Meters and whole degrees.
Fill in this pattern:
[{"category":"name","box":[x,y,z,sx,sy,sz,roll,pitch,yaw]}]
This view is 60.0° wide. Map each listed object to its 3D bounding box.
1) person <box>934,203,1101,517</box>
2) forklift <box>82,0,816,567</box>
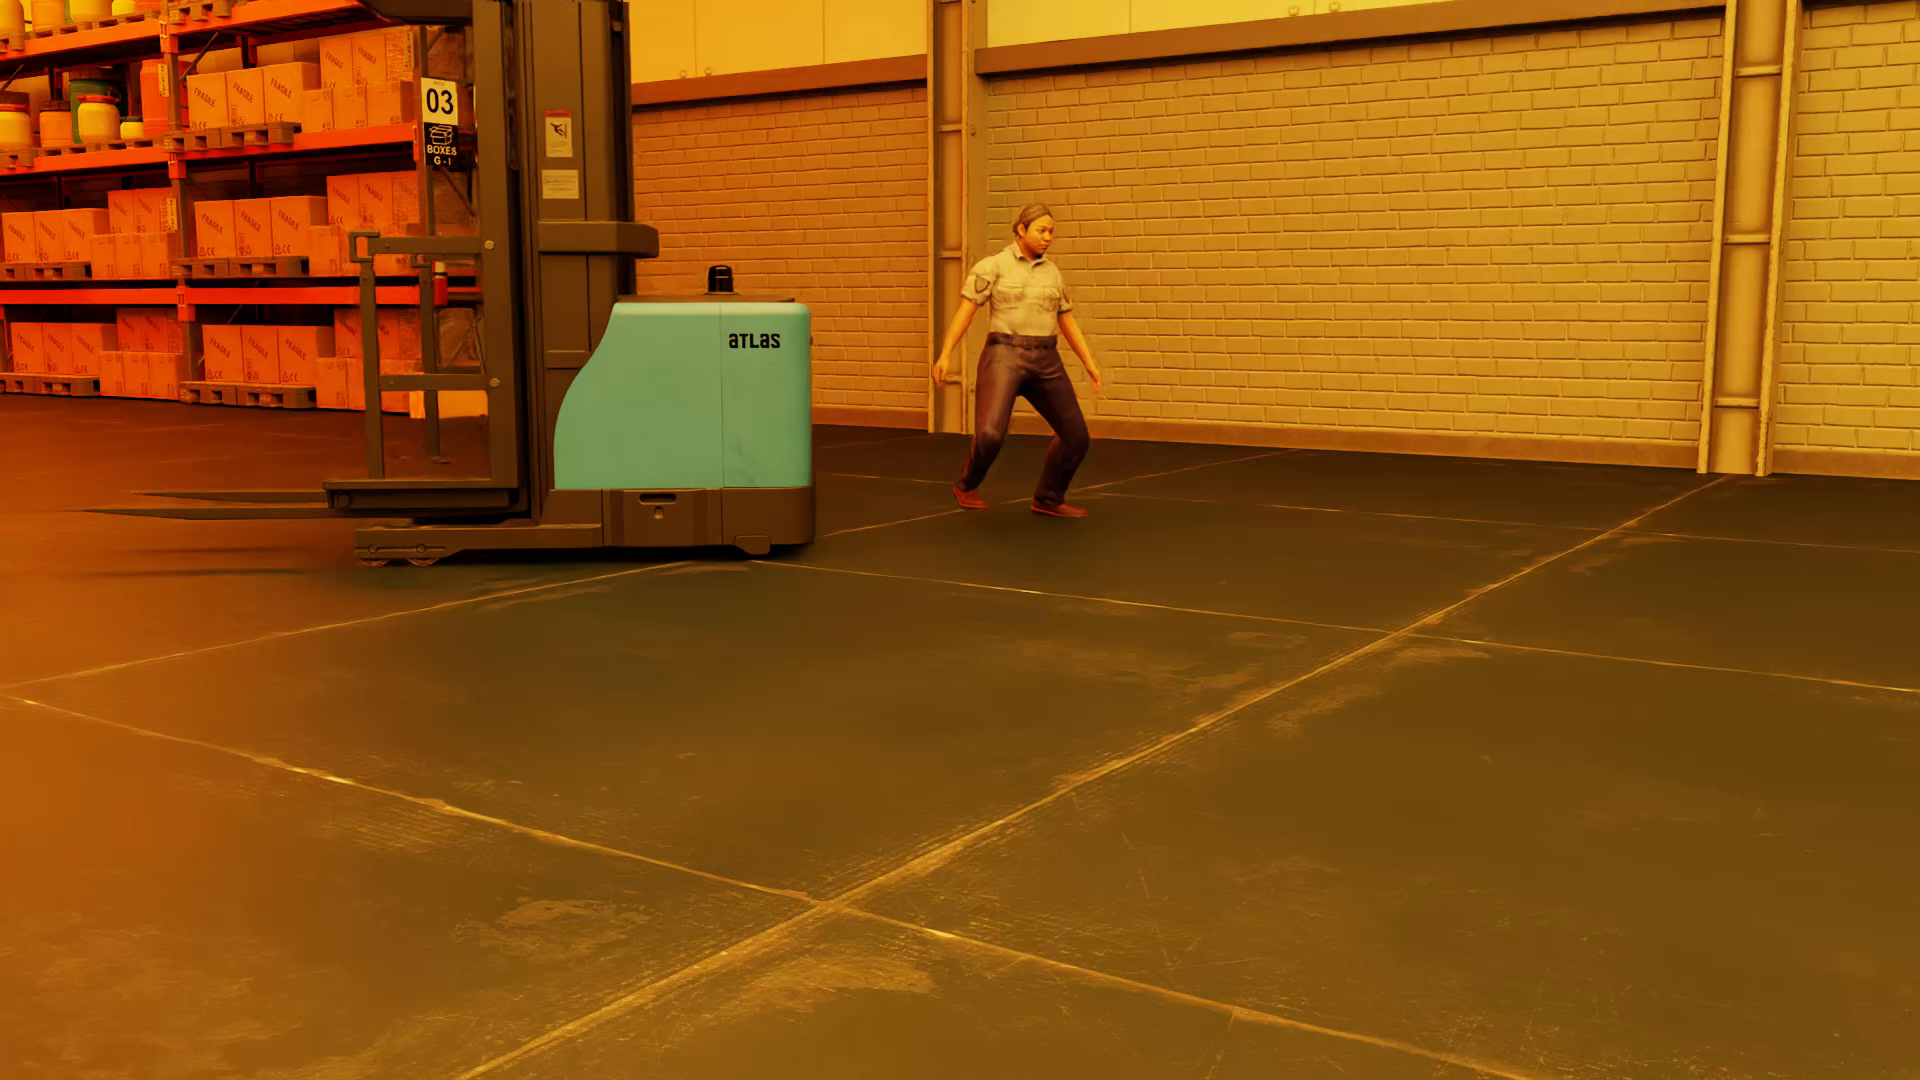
[{"category":"person","box":[0.292,-0.859,8.169,0.838,1.569,0.494,-3,9,-21]},{"category":"forklift","box":[-2.163,-1.418,7.167,3.031,2.935,1.130,-1,8,-4]}]
